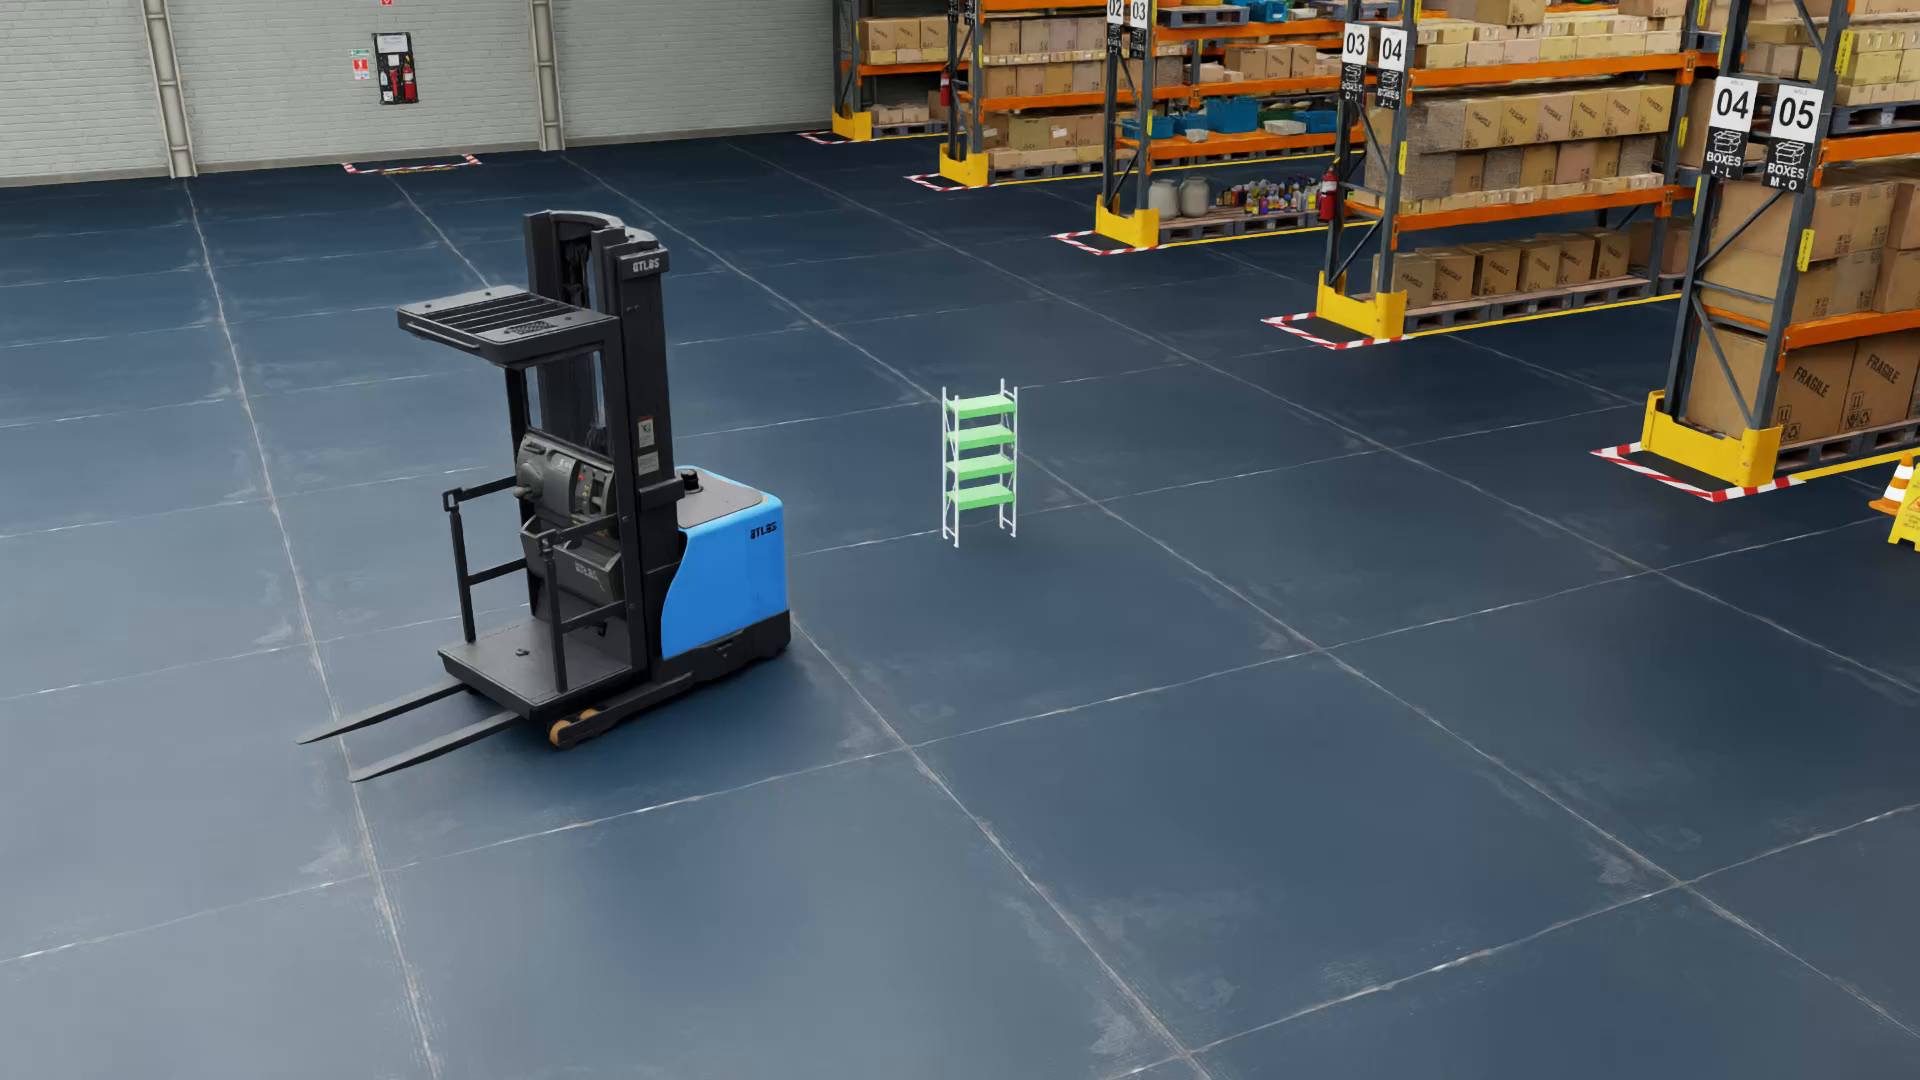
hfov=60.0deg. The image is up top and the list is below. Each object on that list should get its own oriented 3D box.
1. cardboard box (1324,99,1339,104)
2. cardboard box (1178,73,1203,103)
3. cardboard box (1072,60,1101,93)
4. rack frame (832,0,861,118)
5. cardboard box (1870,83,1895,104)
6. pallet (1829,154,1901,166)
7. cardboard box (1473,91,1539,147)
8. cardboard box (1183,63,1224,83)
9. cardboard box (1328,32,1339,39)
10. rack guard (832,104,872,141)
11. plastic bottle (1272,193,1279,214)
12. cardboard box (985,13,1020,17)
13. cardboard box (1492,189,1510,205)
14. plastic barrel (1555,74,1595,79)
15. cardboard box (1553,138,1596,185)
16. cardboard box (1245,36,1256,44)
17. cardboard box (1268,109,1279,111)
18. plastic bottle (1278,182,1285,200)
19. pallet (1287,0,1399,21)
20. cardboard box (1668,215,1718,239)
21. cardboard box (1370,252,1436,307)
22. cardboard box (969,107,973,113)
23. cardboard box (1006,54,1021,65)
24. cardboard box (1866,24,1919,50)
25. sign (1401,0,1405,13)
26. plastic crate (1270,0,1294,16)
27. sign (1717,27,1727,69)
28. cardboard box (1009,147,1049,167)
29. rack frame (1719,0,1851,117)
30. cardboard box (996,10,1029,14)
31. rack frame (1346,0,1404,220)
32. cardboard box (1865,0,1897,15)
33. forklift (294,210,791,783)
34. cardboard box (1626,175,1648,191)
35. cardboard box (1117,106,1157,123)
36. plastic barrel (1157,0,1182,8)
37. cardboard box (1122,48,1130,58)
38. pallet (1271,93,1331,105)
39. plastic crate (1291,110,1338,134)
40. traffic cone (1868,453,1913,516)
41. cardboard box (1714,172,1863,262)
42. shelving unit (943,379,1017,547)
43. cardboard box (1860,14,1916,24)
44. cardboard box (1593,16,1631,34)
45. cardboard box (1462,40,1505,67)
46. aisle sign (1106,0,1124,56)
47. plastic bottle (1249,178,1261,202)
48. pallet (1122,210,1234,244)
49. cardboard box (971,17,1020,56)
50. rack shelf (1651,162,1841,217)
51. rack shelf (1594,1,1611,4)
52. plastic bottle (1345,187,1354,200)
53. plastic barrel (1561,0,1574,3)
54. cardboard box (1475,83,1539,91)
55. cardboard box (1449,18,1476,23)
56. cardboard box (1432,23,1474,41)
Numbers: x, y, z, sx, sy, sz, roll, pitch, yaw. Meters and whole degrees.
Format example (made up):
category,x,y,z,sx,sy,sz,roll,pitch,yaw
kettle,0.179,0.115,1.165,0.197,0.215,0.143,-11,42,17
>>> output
category,x,y,z,sx,sy,sz,roll,pitch,yaw
cardboard box,6.687,-7.707,29.759,0.500,0.311,0.500,-10,24,-22
cardboard box,4.508,-9.127,33.571,0.500,0.500,0.700,-10,25,-23
cardboard box,1.898,-7.560,26.960,0.500,0.500,0.700,-10,24,-22
rack frame,-2.074,-8.889,30.303,0.127,3.000,1.000,-10,25,-24
cardboard box,7.108,-3.541,13.109,0.250,0.149,0.380,-10,25,-23
pallet,10.983,-4.852,20.799,1.003,0.211,1.213,-10,25,-24
cardboard box,5.888,-4.575,18.053,0.500,0.500,0.500,-10,25,-24
cardboard box,4.107,-7.874,28.045,0.500,0.250,0.500,-9,24,-20
cardboard box,7.625,-10.460,34.400,0.250,0.149,0.380,-10,25,-24
rack guard,-2.005,-7.747,30.811,0.348,0.500,1.175,-10,25,-24
plastic bottle,4.391,-4.684,23.137,0.097,0.271,0.097,0,22,0
cardboard box,0.791,-9.569,31.135,0.500,0.500,0.500,-11,25,-24
cardboard box,5.855,-3.827,18.401,0.250,0.149,0.380,-10,25,-24
plastic barrel,9.144,-6.683,24.796,0.708,0.536,0.600,-10,25,-24
cardboard box,6.670,-4.373,18.874,0.500,0.500,0.875,-10,25,-24
cardboard box,5.762,-10.123,33.586,0.250,0.149,0.380,-10,25,-23
cardboard box,5.547,-7.267,28.697,0.500,0.311,0.500,-10,24,-22
plastic bottle,4.633,-5.022,23.952,0.097,0.271,0.097,0,22,0
pallet,5.219,-7.284,22.750,1.003,0.211,1.213,-10,25,-24
cardboard box,8.976,-3.647,20.332,0.500,0.500,0.700,-11,25,-24
cardboard box,4.941,-2.905,18.565,0.500,0.500,0.500,-6,23,-14
cardboard box,0.080,-8.180,31.743,0.250,0.149,0.380,-13,26,-28
cardboard box,0.762,-7.564,26.123,0.250,0.149,0.380,-11,25,-25
cardboard box,7.326,-3.950,13.055,0.250,0.149,0.380,-11,25,-24
sign,6.056,-7.337,22.620,0.005,0.325,0.100,-10,25,-24
plastic crate,4.287,-7.259,22.719,0.450,0.188,0.336,-10,25,-24
sign,6.208,-3.990,13.491,0.005,0.325,0.100,-10,25,-24
cardboard box,1.106,-6.203,26.859,0.500,0.250,0.500,-10,25,-24
rack frame,6.431,-4.814,12.614,0.127,3.000,1.000,-10,25,-24
cardboard box,1.016,-9.833,31.773,0.500,0.500,0.500,-11,25,-25
rack frame,5.827,-6.139,23.658,0.127,3.000,1.000,-10,25,-24
cardboard box,10.801,-6.504,19.835,0.500,0.500,0.500,-10,25,-24
forklift,-2.494,-0.345,9.751,1.130,2.935,3.031,20,30,39
cardboard box,7.679,-4.140,19.159,0.250,0.149,0.380,-10,25,-24
cardboard box,2.903,-6.885,27.527,0.500,0.500,0.500,-10,25,-24
plastic barrel,2.606,-7.378,21.619,0.708,0.830,0.600,-10,25,-24
cardboard box,2.612,-7.905,26.946,0.250,0.149,0.380,-11,25,-24
pallet,6.975,-9.233,34.780,1.213,0.211,1.003,-10,25,-24
plastic crate,4.948,-5.793,23.016,0.616,0.251,0.499,-10,25,-24
traffic cone,7.525,-0.469,13.277,0.334,0.463,0.336,-10,25,-24
cardboard box,6.782,-2.658,13.642,0.550,0.550,0.875,-10,25,-24
shelving unit,0.149,-0.582,12.587,0.503,1.200,0.258,-10,25,-24
cardboard box,7.733,-4.304,13.910,0.250,0.149,0.380,-11,25,-24
cardboard box,7.101,-5.640,18.206,0.250,0.149,0.380,-11,25,-25
cardboard box,5.379,-5.163,17.576,0.500,0.250,0.500,-11,25,-25
aisle sign,2.029,-6.767,21.776,0.004,0.787,0.394,-10,25,-24
plastic bottle,4.199,-4.994,23.782,0.185,0.351,0.144,-9,24,-21
pallet,3.005,-4.348,22.979,1.213,0.211,1.003,-10,25,-24
cardboard box,0.552,-7.910,26.110,0.500,0.500,0.700,-10,25,-23
rack shelf,9.777,-4.431,20.473,4.000,0.370,1.077,-10,25,-24
rack shelf,11.233,-8.187,25.626,4.000,0.370,1.077,-10,25,-24
plastic bottle,5.537,-4.893,23.626,0.133,0.283,0.061,-9,24,-21
plastic barrel,9.018,-8.294,24.796,0.421,0.512,0.421,0,22,0
cardboard box,6.113,-4.837,18.687,0.500,0.500,0.500,-10,25,-24
cardboard box,5.463,-5.556,18.004,0.250,0.149,0.380,-10,25,-23
cardboard box,5.169,-5.329,17.455,0.250,0.149,0.380,-11,25,-25
